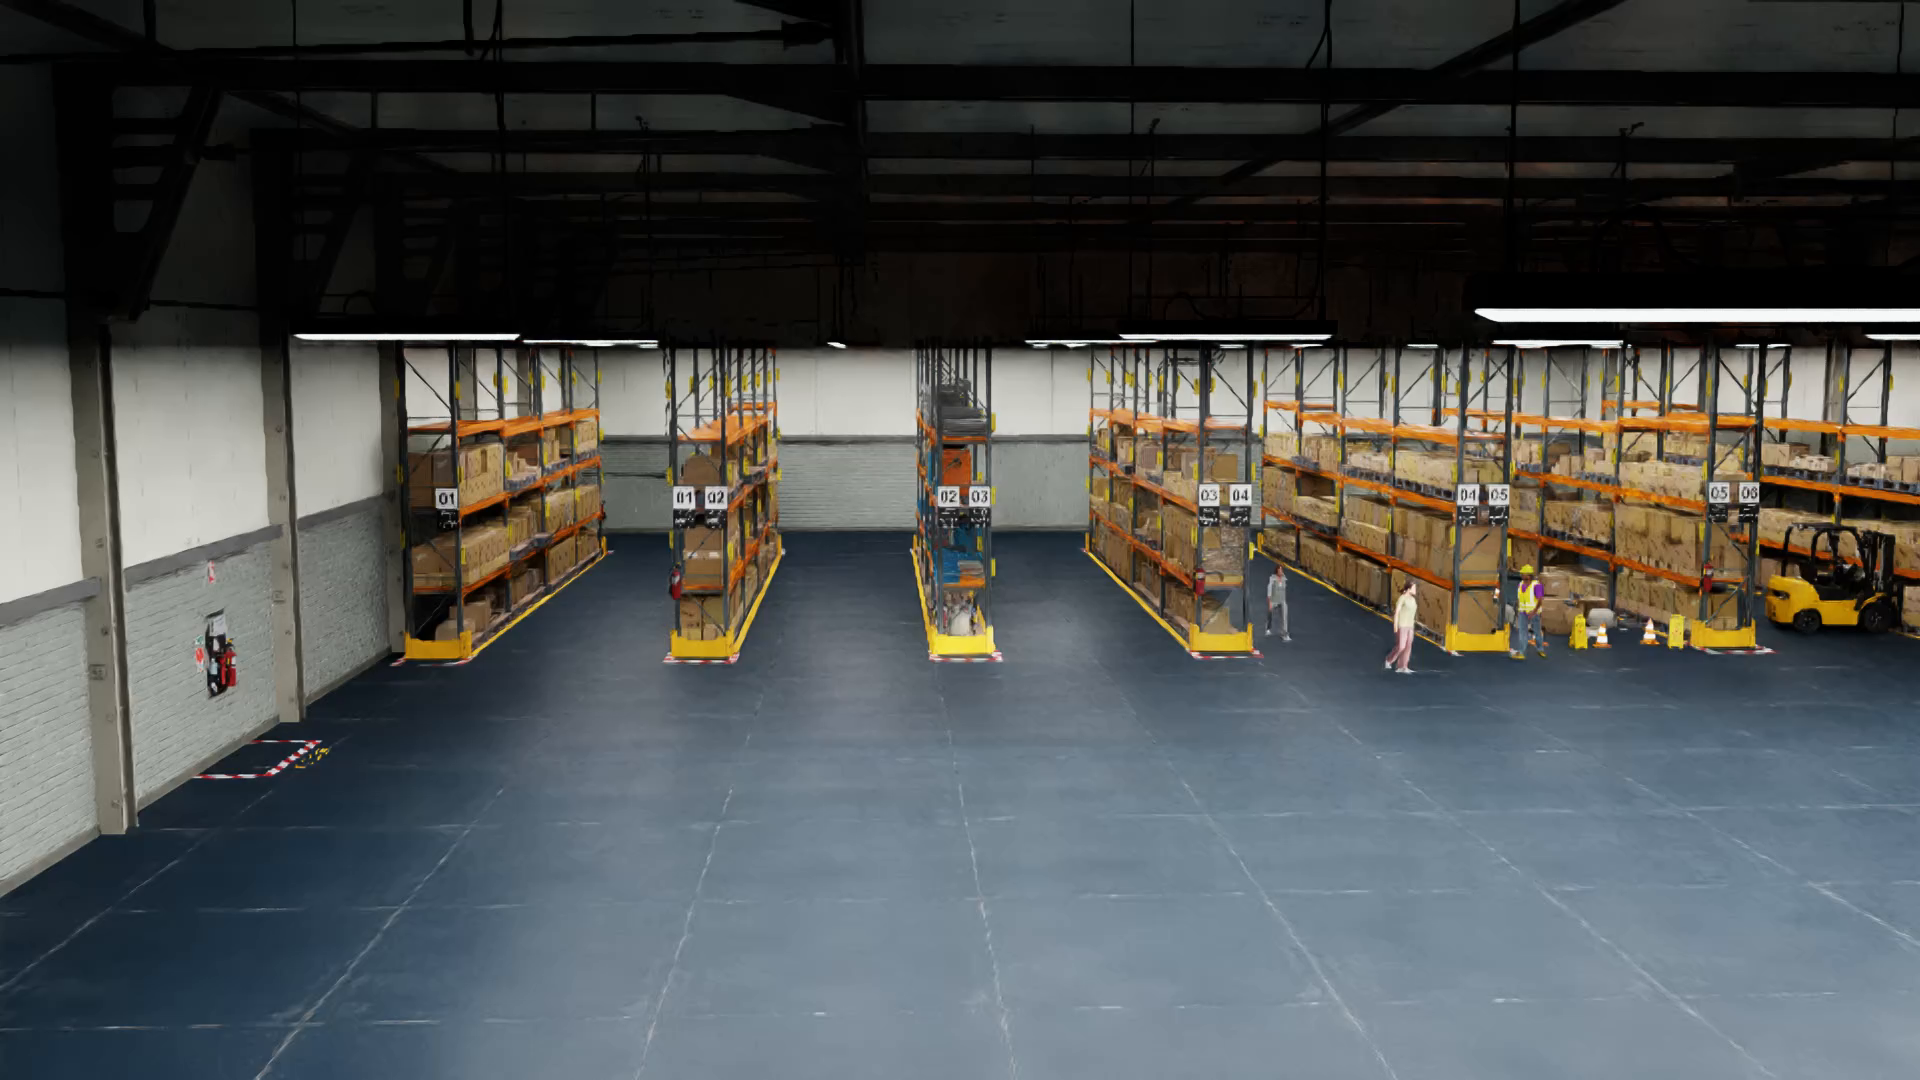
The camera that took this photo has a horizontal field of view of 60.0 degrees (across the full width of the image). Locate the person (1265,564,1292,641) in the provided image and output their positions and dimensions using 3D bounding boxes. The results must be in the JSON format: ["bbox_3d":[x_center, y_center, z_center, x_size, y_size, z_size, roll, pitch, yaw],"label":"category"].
[{"bbox_3d":[6.284,1.213,32.964,0.419,1.514,1.038,-1,7,-5],"label":"person"}]

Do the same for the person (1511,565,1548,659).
[{"bbox_3d":[10.618,1.341,30.983,0.705,1.762,0.588,-5,8,-38],"label":"person"}]

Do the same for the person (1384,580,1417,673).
[{"bbox_3d":[7.853,1.538,29.667,0.516,1.660,0.512,-5,8,-39],"label":"person"}]
